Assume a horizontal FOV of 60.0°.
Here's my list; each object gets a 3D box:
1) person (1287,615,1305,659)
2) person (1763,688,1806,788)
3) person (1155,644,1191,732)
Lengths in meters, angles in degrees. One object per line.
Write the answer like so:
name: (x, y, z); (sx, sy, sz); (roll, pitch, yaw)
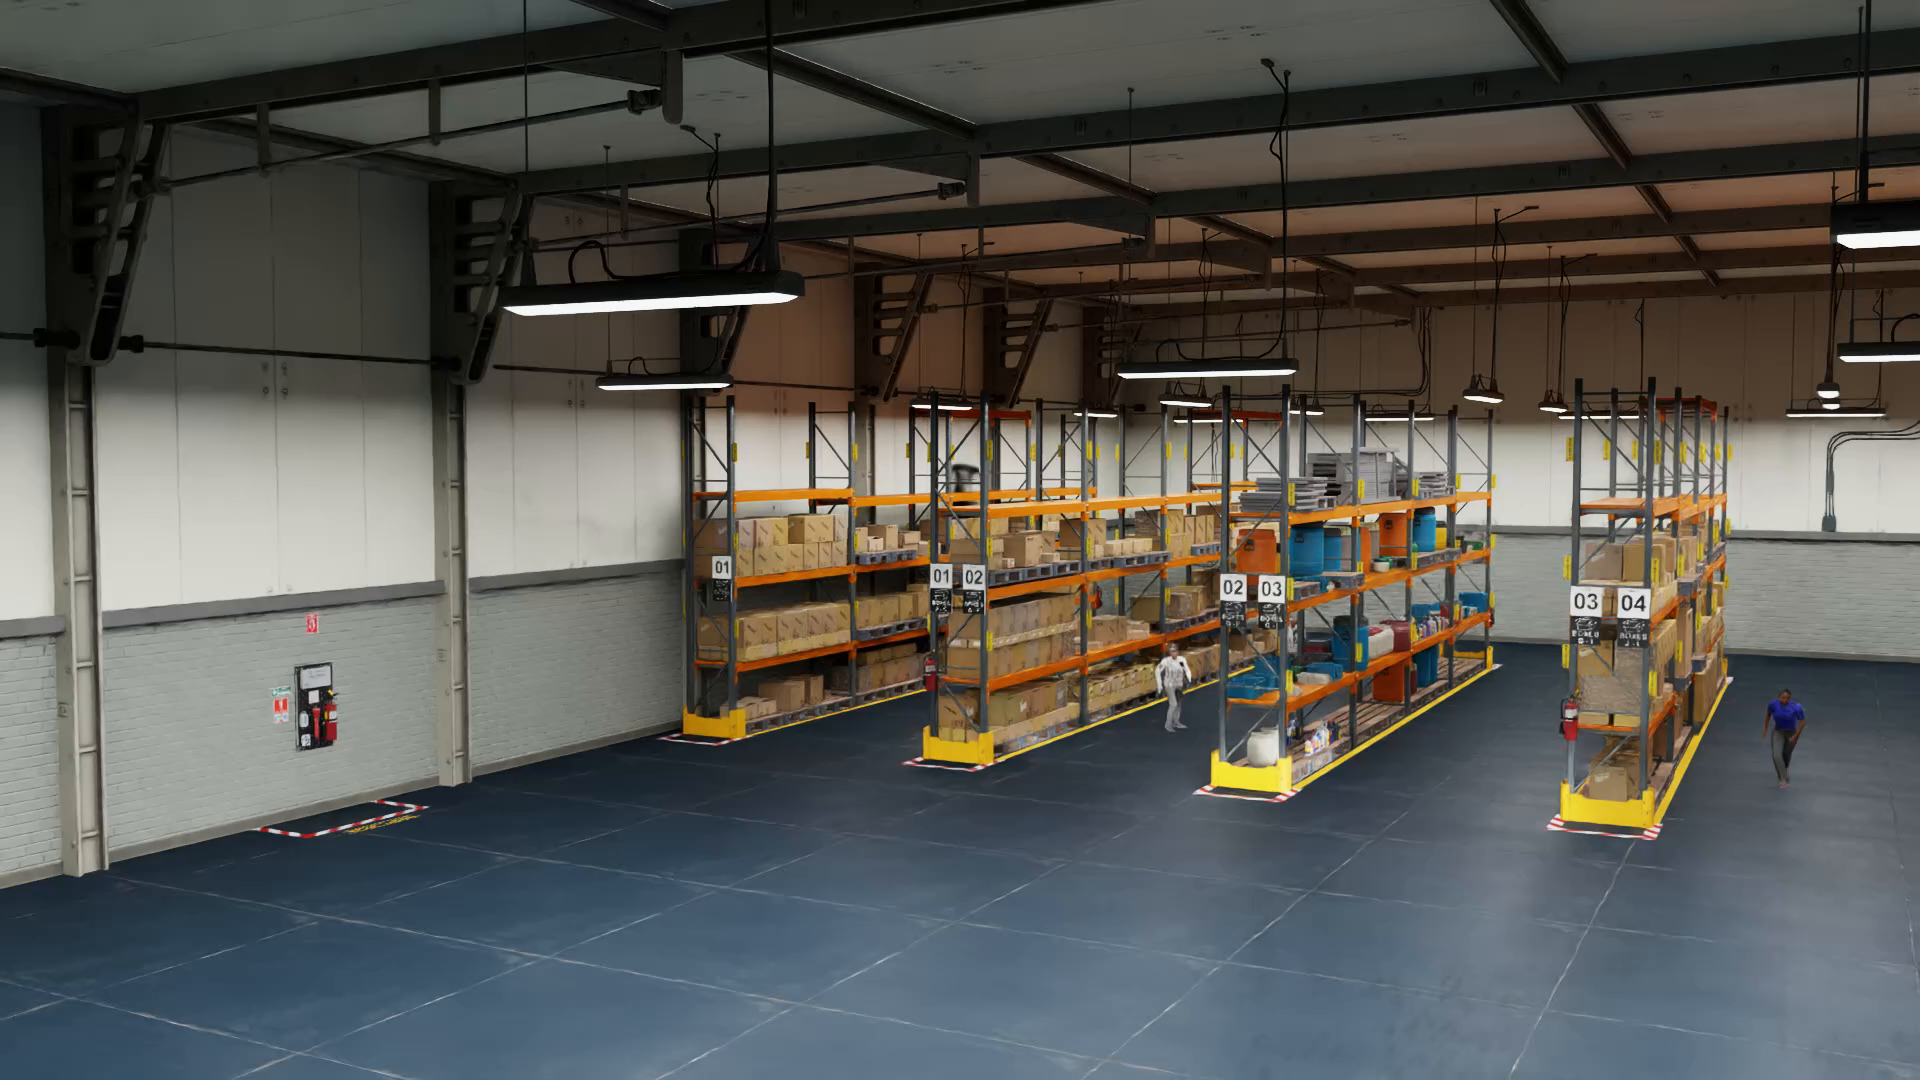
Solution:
person: (7.022, 2.353, 34.826); (0.565, 1.598, 0.723); (3, 4, 43)
person: (12.415, 2.929, 25.020); (0.570, 1.513, 0.977); (2, 4, 31)
person: (3.873, 2.667, 29.890); (0.639, 1.631, 0.784); (-1, 3, -23)
